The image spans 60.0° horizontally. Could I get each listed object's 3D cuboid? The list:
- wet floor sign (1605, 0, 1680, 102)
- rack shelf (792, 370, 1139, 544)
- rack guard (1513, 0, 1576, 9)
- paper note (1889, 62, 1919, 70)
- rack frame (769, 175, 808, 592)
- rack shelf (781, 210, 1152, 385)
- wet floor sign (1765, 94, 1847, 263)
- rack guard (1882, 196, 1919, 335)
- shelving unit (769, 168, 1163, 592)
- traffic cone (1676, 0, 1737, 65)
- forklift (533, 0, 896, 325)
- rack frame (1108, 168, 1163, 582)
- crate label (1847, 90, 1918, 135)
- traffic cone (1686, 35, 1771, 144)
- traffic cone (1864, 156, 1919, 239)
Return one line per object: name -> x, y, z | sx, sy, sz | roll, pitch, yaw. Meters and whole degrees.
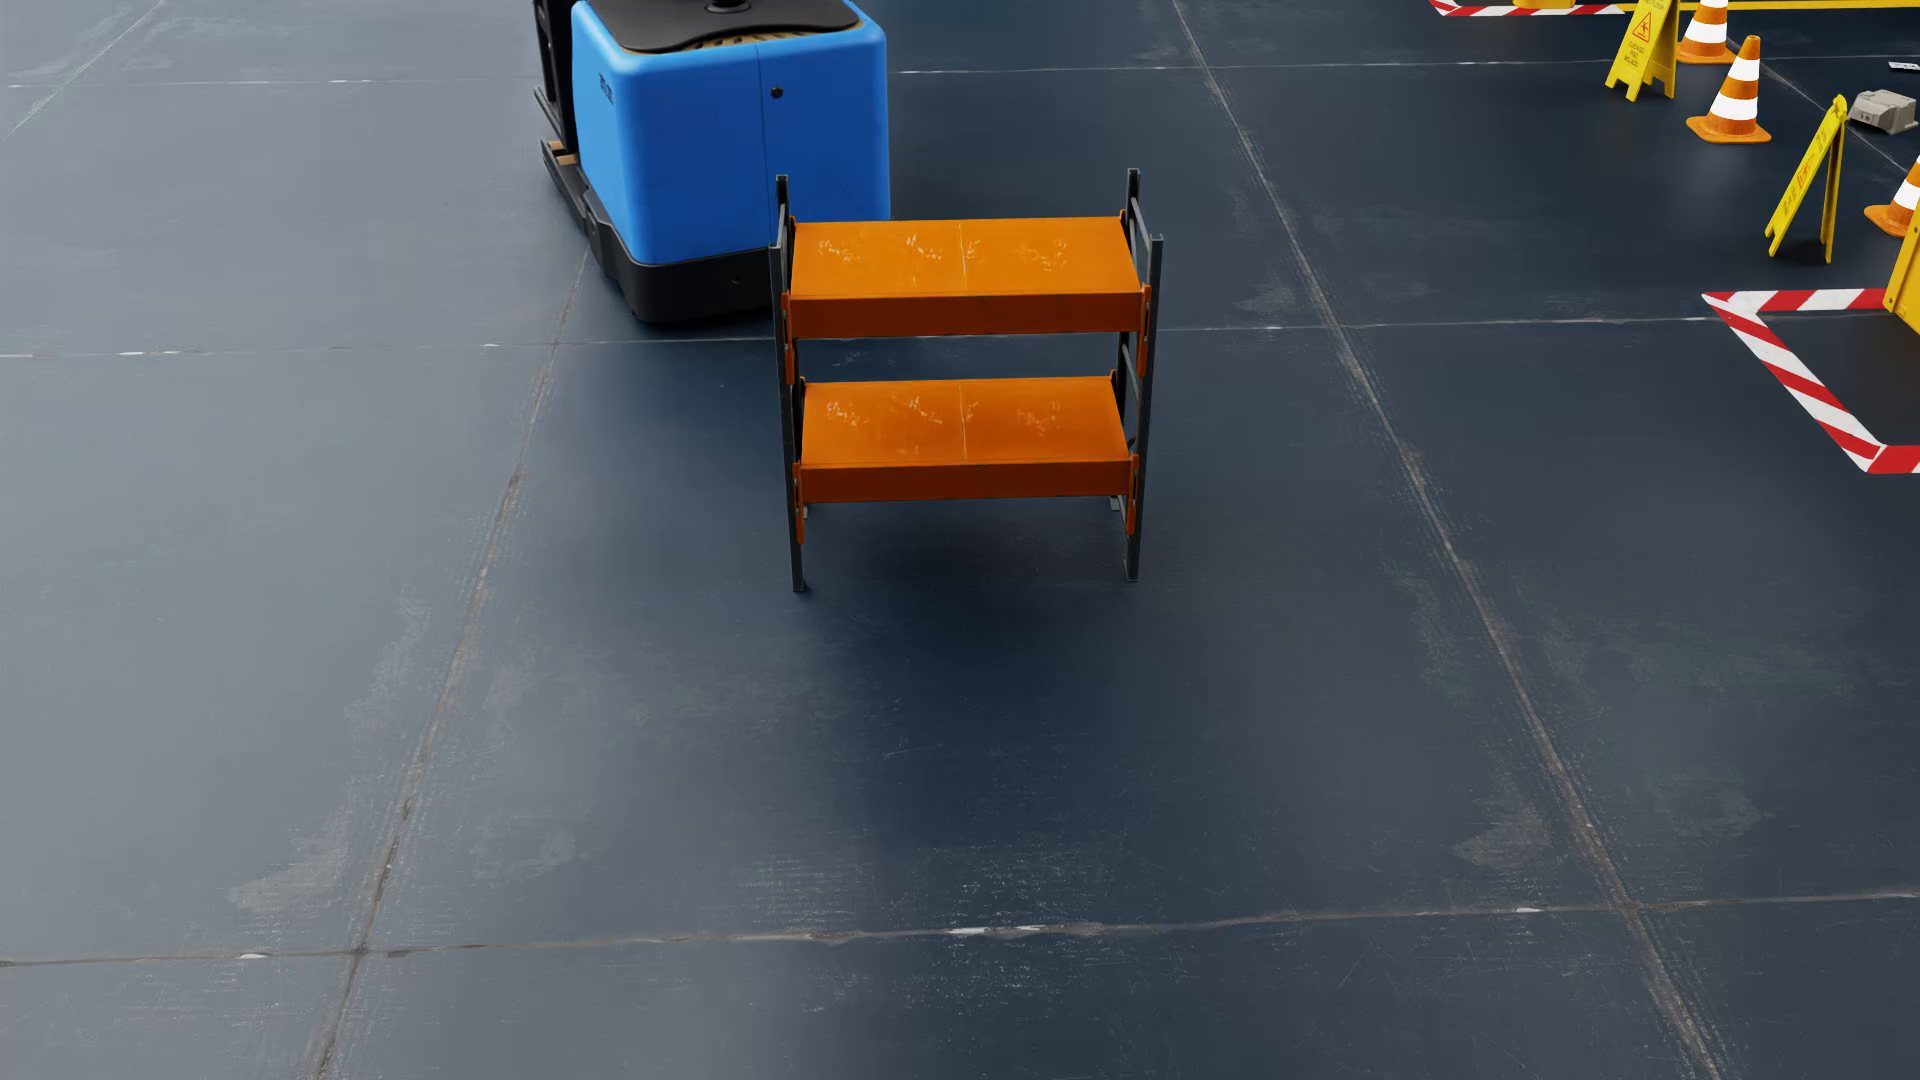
wet floor sign -> 3.512, -2.585, 8.418 | 0.232, 0.644, 0.267 | -7, 35, -10
rack shelf -> 0.007, -0.262, 5.069 | 1.000, 0.278, 0.538 | -2, 35, -2
rack guard -> 3.423, -3.650, 10.085 | 0.348, 0.500, 1.175 | -2, 35, -2
paper note -> 5.052, -2.533, 8.885 | 0.142, 0.017, 0.144 | 10, 36, 14
rack frame -> -0.501, -0.449, 4.910 | 0.032, 1.125, 0.500 | -2, 35, -2
rack shelf -> 0.007, -0.703, 4.764 | 1.000, 0.278, 0.538 | -2, 35, -2
wet floor sign -> 3.542, -1.503, 6.855 | 0.232, 0.644, 0.267 | 10, 36, 14
rack guard -> 3.859, -0.842, 6.028 | 0.348, 0.500, 1.175 | -2, 35, -2
shelving unit -> 0.007, -0.463, 4.930 | 1.048, 1.125, 0.538 | -2, 35, -2
traffic cone -> 4.045, -2.843, 8.951 | 0.334, 0.463, 0.336 | -2, 35, -2
forklift -> -1.276, -2.853, 6.797 | 1.130, 2.935, 3.031 | -13, 37, -18
rack frame -> 0.515, -0.476, 4.950 | 0.032, 1.125, 0.500 | -2, 35, -2
crate label -> 4.541, -2.114, 8.184 | 0.298, 0.136, 0.250 | -20, 39, -26
traffic cone -> 3.759, -2.191, 8.010 | 0.334, 0.463, 0.336 | -2, 35, -2
traffic cone -> 4.151, -1.570, 7.111 | 0.334, 0.463, 0.336 | -2, 35, -2
